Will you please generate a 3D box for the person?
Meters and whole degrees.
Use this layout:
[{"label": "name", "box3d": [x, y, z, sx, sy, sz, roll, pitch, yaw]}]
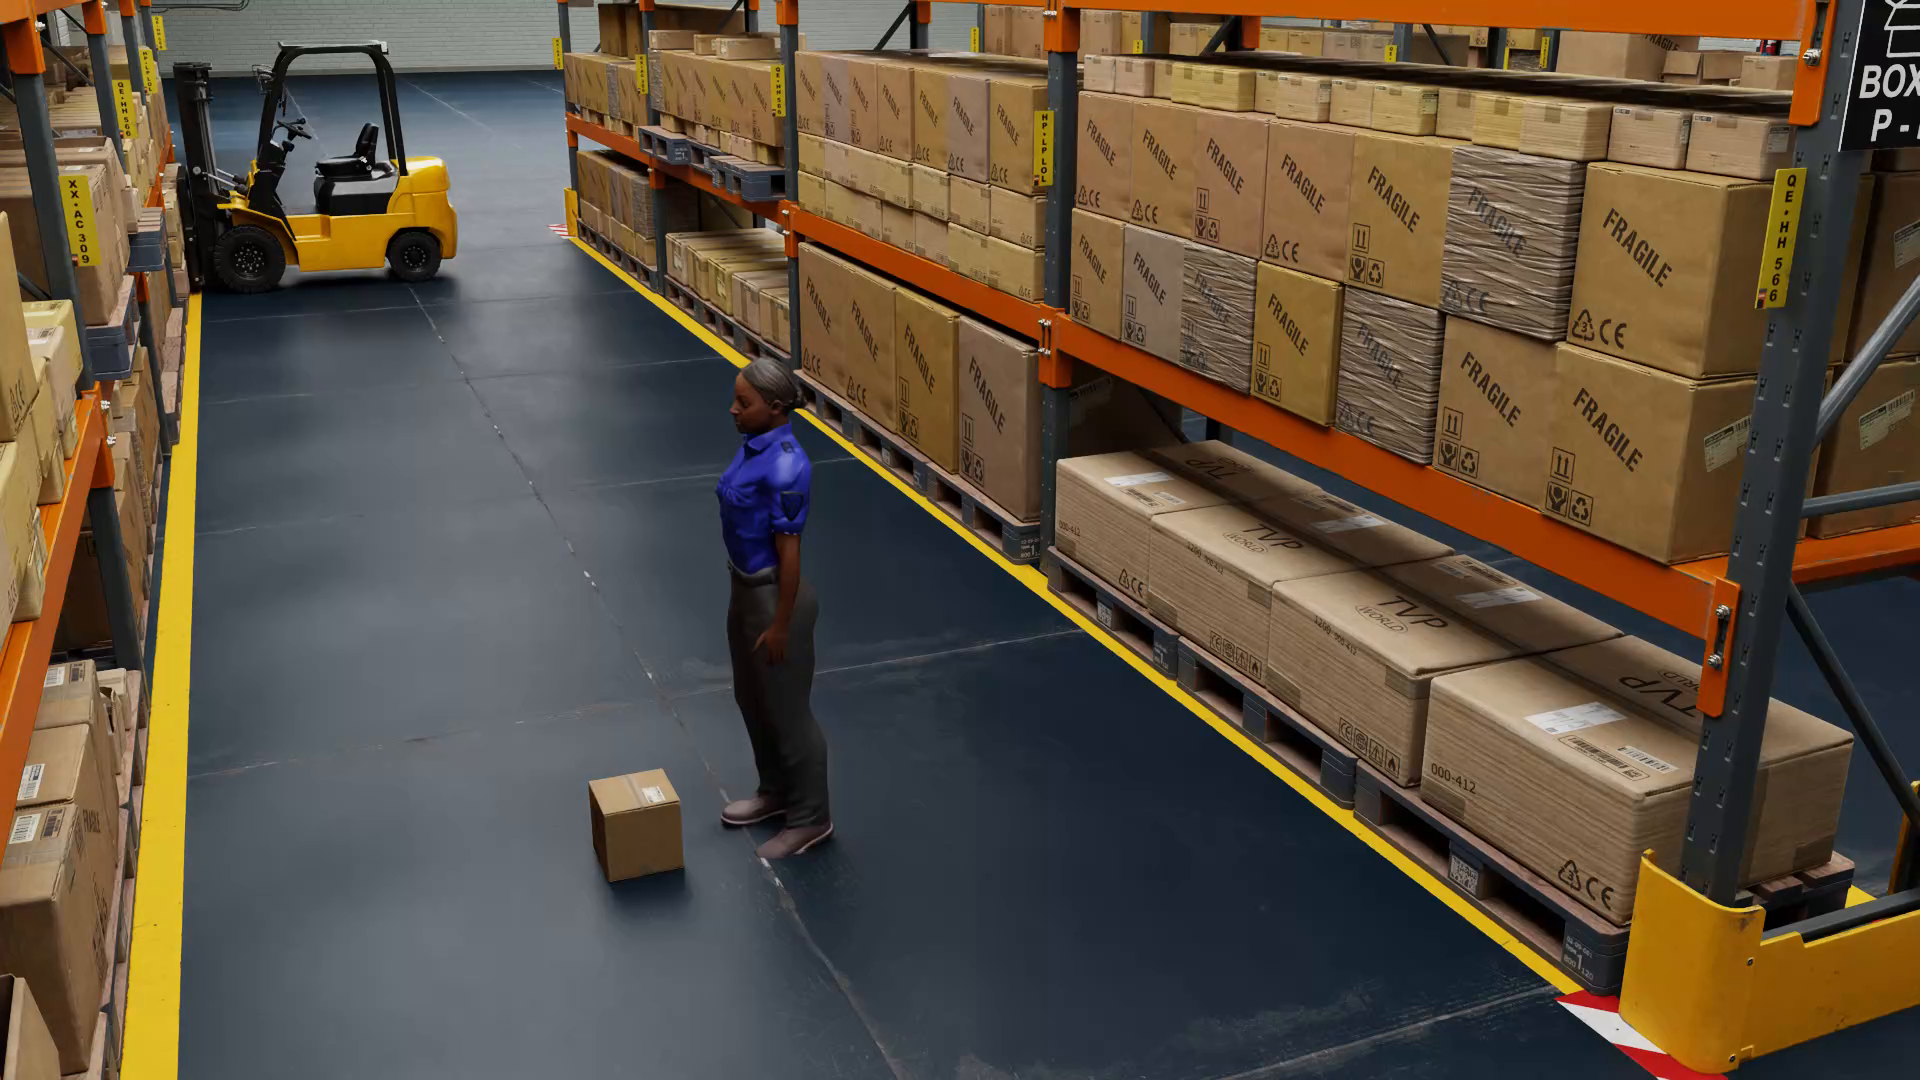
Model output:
[{"label": "person", "box3d": [-0.625, 0.232, 5.446, 0.333, 1.691, 0.438, -7, 20, -21]}]
